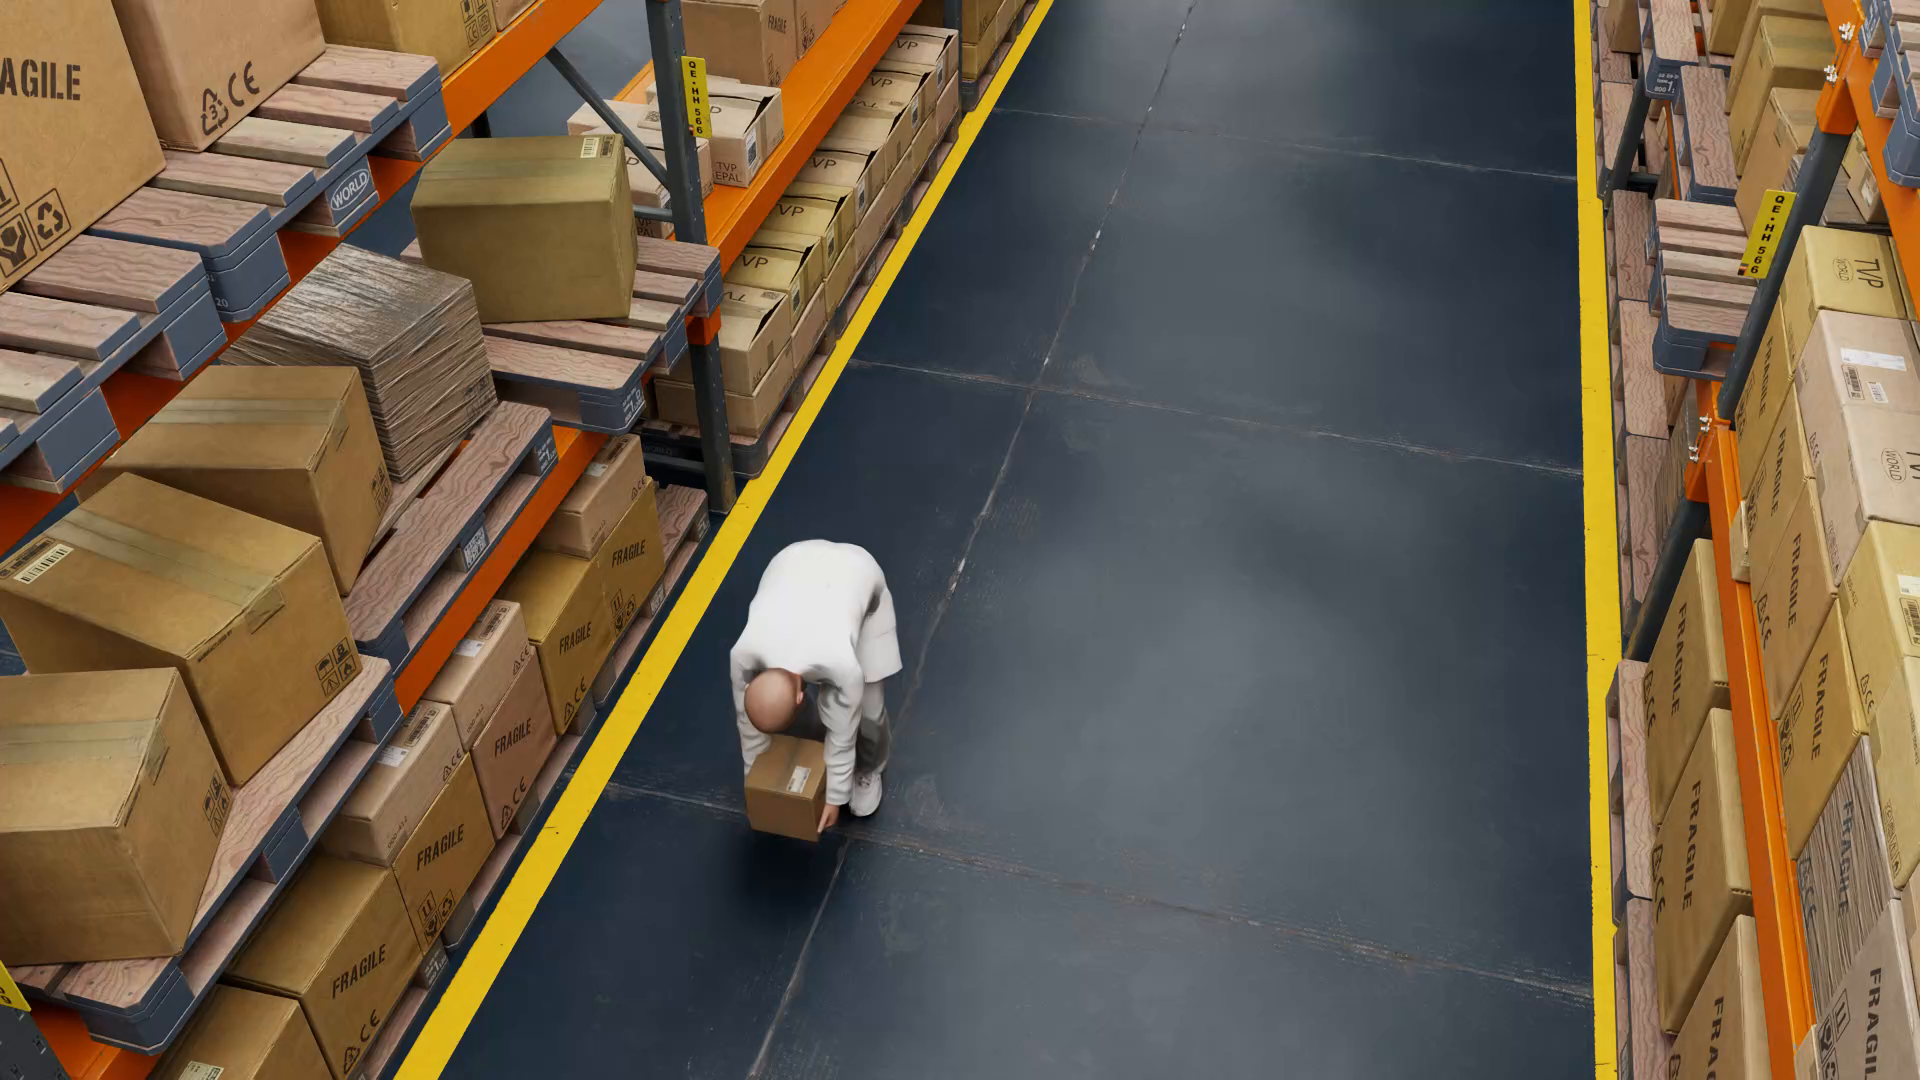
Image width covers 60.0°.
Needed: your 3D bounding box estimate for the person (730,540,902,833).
[{"bbox_3d":[-0.531,0.623,5.936,0.568,1.134,0.948,8,41,10],"label":"person"}]
